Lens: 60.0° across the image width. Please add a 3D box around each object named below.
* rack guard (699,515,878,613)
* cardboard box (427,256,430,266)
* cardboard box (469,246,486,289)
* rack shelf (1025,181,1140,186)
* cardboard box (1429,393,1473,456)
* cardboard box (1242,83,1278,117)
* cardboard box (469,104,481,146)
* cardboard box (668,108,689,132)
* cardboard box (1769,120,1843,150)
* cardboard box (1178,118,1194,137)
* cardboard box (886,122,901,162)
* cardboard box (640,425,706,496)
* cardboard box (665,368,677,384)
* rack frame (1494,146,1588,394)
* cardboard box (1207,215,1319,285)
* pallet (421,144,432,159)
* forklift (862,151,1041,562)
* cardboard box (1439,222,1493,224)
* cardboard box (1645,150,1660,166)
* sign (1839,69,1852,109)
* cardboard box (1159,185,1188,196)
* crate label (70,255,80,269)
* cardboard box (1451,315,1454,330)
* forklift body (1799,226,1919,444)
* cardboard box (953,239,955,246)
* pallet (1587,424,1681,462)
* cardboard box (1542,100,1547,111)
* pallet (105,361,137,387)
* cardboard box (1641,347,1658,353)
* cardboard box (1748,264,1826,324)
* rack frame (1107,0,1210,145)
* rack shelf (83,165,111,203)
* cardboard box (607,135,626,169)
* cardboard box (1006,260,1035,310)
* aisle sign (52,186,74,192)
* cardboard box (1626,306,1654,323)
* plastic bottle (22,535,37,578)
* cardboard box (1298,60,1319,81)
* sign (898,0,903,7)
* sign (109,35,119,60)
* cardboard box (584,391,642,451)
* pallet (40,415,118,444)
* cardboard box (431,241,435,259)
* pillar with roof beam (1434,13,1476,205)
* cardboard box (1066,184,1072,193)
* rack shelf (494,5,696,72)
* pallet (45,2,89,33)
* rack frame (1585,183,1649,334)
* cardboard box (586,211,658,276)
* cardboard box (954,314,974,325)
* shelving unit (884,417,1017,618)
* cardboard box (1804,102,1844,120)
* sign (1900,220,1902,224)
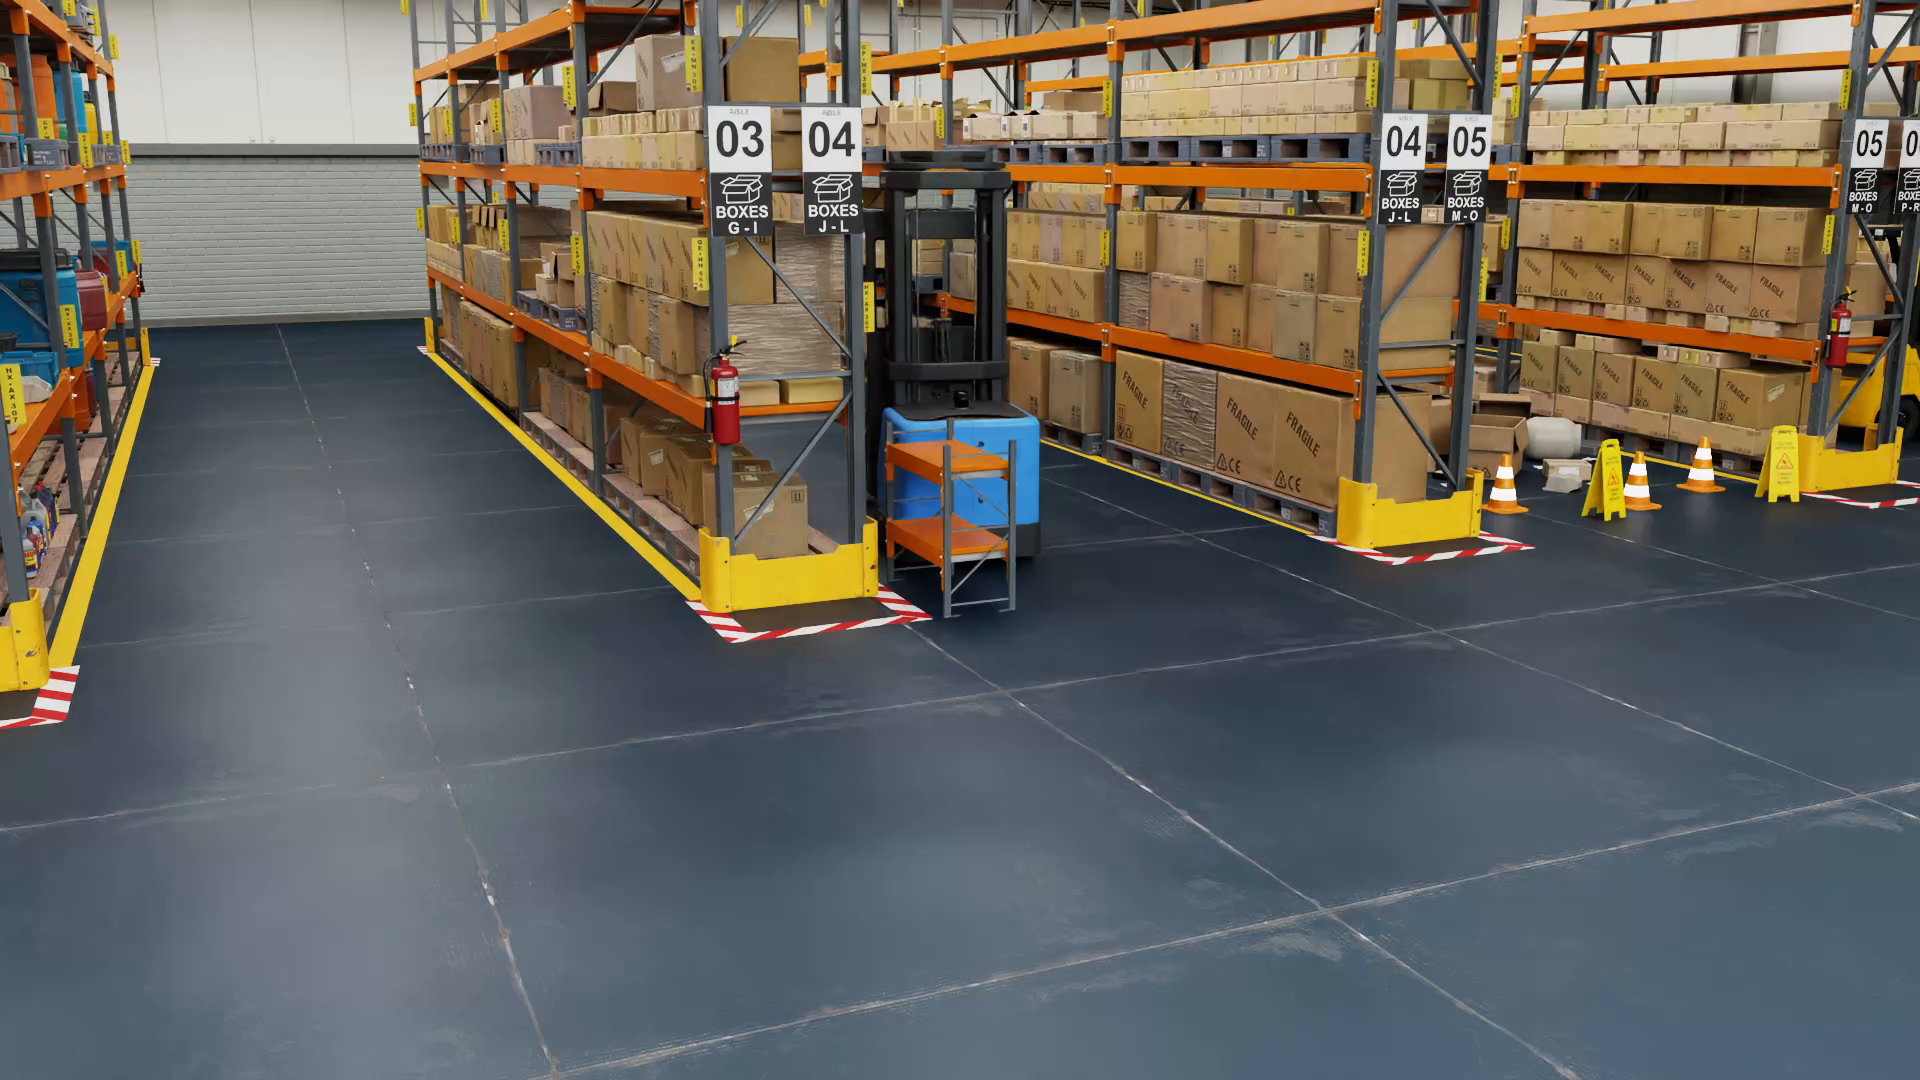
[{"bbox_3d":[-1.138,0.148,11.123,1.175,0.500,0.348,-6,14,-23],"label":"rack guard"},{"bbox_3d":[-7.677,-4.134,24.639,0.380,0.149,0.250,-5,14,-22],"label":"cardboard box"},{"bbox_3d":[-5.757,-3.361,20.517,0.500,0.500,0.500,-6,14,-23],"label":"cardboard box"},{"bbox_3d":[2.365,-5.953,26.881,1.077,0.370,4.000,-6,14,-23],"label":"rack shelf"},{"bbox_3d":[4.567,-1.126,16.318,0.797,0.637,0.503,-6,14,-23],"label":"cardboard box"},{"bbox_3d":[2.626,-3.551,13.428,0.500,0.250,0.500,-6,14,-23],"label":"cardboard box"},{"bbox_3d":[-5.673,-5.129,20.575,0.700,0.500,0.500,-5,14,-22],"label":"cardboard box"},{"bbox_3d":[-1.711,-2.777,11.013,0.380,0.149,0.250,-6,14,-25],"label":"cardboard box"},{"bbox_3d":[7.521,-3.564,14.637,0.500,0.250,0.500,-6,14,-24],"label":"cardboard box"},{"bbox_3d":[2.119,-3.584,14.456,0.380,0.149,0.250,-6,14,-24],"label":"cardboard box"},{"bbox_3d":[-0.597,-4.945,20.710,0.500,0.500,0.500,-6,14,-23],"label":"cardboard box"},{"bbox_3d":[-2.350,-0.664,13.697,0.500,0.500,0.500,-1,13,-5],"label":"cardboard box"},{"bbox_3d":[-1.926,-1.229,12.085,0.380,0.149,0.250,-6,14,-23],"label":"cardboard box"},{"bbox_3d":[6.371,-2.776,18.211,1.000,3.000,0.127,-6,14,-23],"label":"rack frame"},{"bbox_3d":[2.628,-2.492,14.257,0.875,0.550,0.500,-6,14,-23],"label":"cardboard box"},{"bbox_3d":[-7.210,-5.626,24.069,1.003,0.211,1.213,-6,14,-23],"label":"pallet"},{"bbox_3d":[-0.237,-1.553,13.079,1.130,2.935,3.031,-3,13,-12],"label":"forklift"},{"bbox_3d":[5.775,-3.351,18.884,0.500,0.500,0.500,-6,14,-23],"label":"cardboard box"},{"bbox_3d":[6.889,-3.709,16.148,0.380,0.149,0.250,-6,14,-23],"label":"cardboard box"},{"bbox_3d":[7.456,-3.796,14.004,0.100,0.325,0.005,-6,14,-23],"label":"sign"},{"bbox_3d":[3.277,-5.369,25.539,0.380,0.149,0.250,-6,14,-24],"label":"cardboard box"},{"bbox_3d":[-12.258,-3.780,22.786,0.416,0.233,0.303,-6,14,-23],"label":"crate label"},{"bbox_3d":[7.922,-3.635,26.537,0.500,0.500,0.500,-6,14,-24],"label":"cardboard box"},{"bbox_3d":[10.088,-2.212,17.658,2.313,2.155,1.214,-6,14,-23],"label":"forklift body"},{"bbox_3d":[0.061,-3.726,20.622,0.380,0.149,0.250,-6,14,-23],"label":"cardboard box"},{"bbox_3d":[7.165,-1.029,16.849,1.003,0.211,1.213,-6,14,-23],"label":"pallet"},{"bbox_3d":[6.295,-4.871,18.905,0.500,0.250,0.500,-6,14,-24],"label":"cardboard box"},{"bbox_3d":[-11.275,-2.129,21.599,1.003,0.211,1.213,-6,14,-23],"label":"pallet"},{"bbox_3d":[7.264,-1.698,17.058,0.500,0.500,0.500,-5,14,-20],"label":"cardboard box"},{"bbox_3d":[7.503,-2.230,14.973,0.500,0.500,0.500,-6,14,-24],"label":"cardboard box"},{"bbox_3d":[1.875,-5.231,15.513,1.000,3.000,0.127,-6,14,-23],"label":"rack frame"},{"bbox_3d":[-9.651,-3.784,17.510,1.077,0.370,4.000,-6,14,-23],"label":"rack shelf"},{"bbox_3d":[-2.358,-2.941,12.603,0.500,0.250,0.500,-6,14,-25],"label":"cardboard box"},{"bbox_3d":[0.811,-2.754,17.894,0.500,0.500,0.500,-6,14,-24],"label":"cardboard box"},{"bbox_3d":[-12.356,-5.167,22.778,0.394,0.787,0.004,-6,14,-23],"label":"aisle sign"},{"bbox_3d":[6.833,-2.245,16.474,0.380,0.149,0.250,-6,14,-23],"label":"cardboard box"},{"bbox_3d":[-6.086,0.105,10.838,0.097,0.271,0.097,0,13,0],"label":"plastic bottle"},{"bbox_3d":[2.831,-3.606,12.781,0.380,0.149,0.250,-5,14,-22],"label":"cardboard box"},{"bbox_3d":[-0.823,-7.467,22.753,0.100,0.325,0.005,-6,14,-23],"label":"sign"},{"bbox_3d":[-11.557,-6.731,22.712,0.100,0.325,0.005,-6,14,-23],"label":"sign"},{"bbox_3d":[-3.110,-1.106,15.566,0.700,0.500,0.500,-6,14,-23],"label":"cardboard box"},{"bbox_3d":[-9.204,-1.060,16.984,1.003,0.211,1.213,-6,14,-23],"label":"pallet"},{"bbox_3d":[-7.357,-4.202,24.044,0.500,0.250,0.500,-6,14,-24],"label":"cardboard box"},{"bbox_3d":[4.315,-7.637,25.910,9.100,9.000,0.400,-6,14,-23],"label":"pillar with roof beam"},{"bbox_3d":[1.958,-5.739,27.137,0.380,0.149,0.250,-5,14,-22],"label":"cardboard box"},{"bbox_3d":[-3.511,-4.671,15.579,1.077,0.370,4.000,-6,14,-23],"label":"rack shelf"},{"bbox_3d":[-9.111,-5.048,16.027,1.213,0.211,1.003,-6,14,-23],"label":"pallet"},{"bbox_3d":[9.315,-4.051,23.722,1.000,3.000,0.127,-6,14,-23],"label":"rack frame"},{"bbox_3d":[-2.762,-2.446,13.685,0.500,0.500,0.500,-6,14,-23],"label":"cardboard box"},{"bbox_3d":[0.219,-2.651,20.620,0.500,0.250,0.500,-6,14,-26],"label":"cardboard box"},{"bbox_3d":[-0.075,-0.176,11.134,0.538,1.125,1.048,-6,14,-23],"label":"shelving unit"},{"bbox_3d":[7.567,-3.720,14.428,0.380,0.149,0.250,-5,14,-22],"label":"cardboard box"},{"bbox_3d":[11.425,-3.736,20.263,0.100,0.325,0.005,-6,14,-23],"label":"sign"}]
